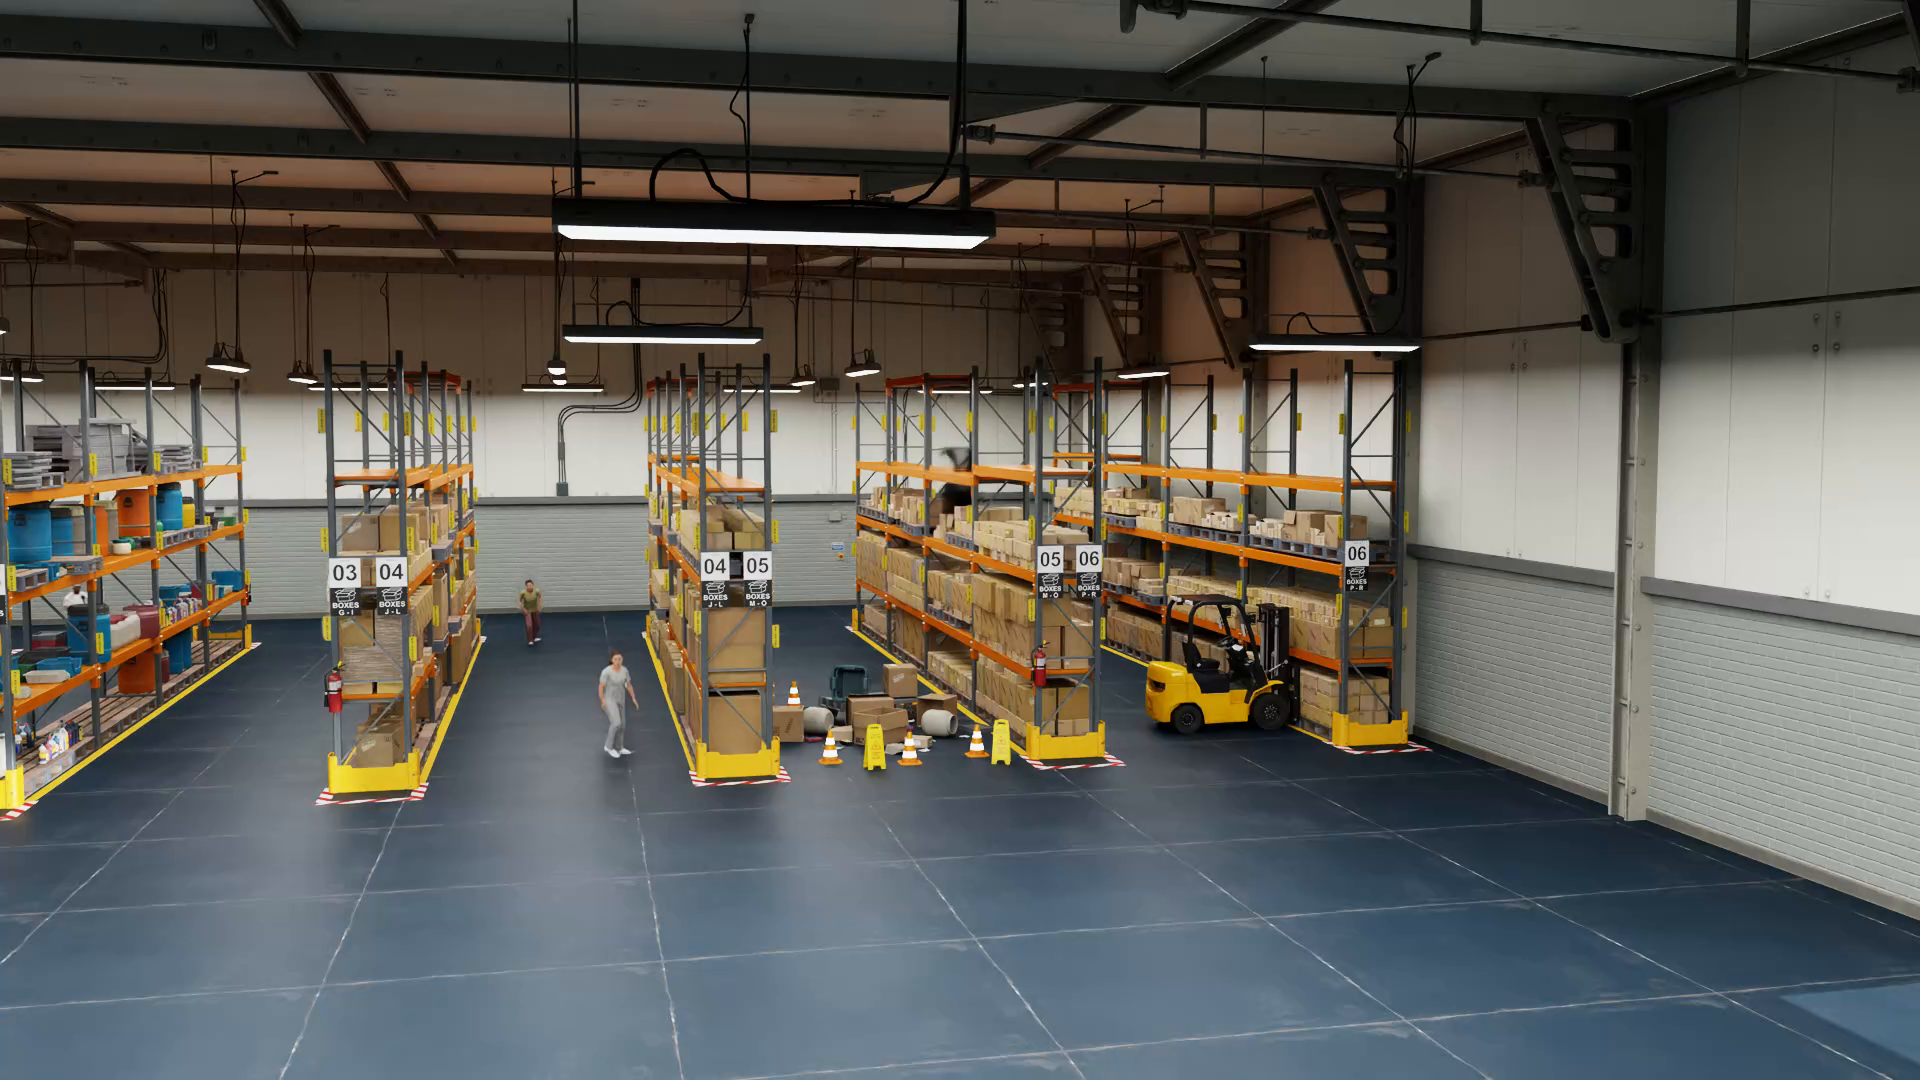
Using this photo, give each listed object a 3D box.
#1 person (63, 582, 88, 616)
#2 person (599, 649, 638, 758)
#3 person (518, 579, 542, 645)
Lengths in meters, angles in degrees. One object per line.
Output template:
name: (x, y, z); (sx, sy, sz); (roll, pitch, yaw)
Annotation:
person: (-18.708, 1.704, 35.294); (0.523, 1.749, 0.848); (-1, 4, -15)
person: (-5.172, 2.446, 25.001); (0.564, 1.644, 0.520); (3, 5, 37)
person: (-9.741, 1.618, 37.712); (0.612, 1.525, 0.833); (-2, 5, -31)
